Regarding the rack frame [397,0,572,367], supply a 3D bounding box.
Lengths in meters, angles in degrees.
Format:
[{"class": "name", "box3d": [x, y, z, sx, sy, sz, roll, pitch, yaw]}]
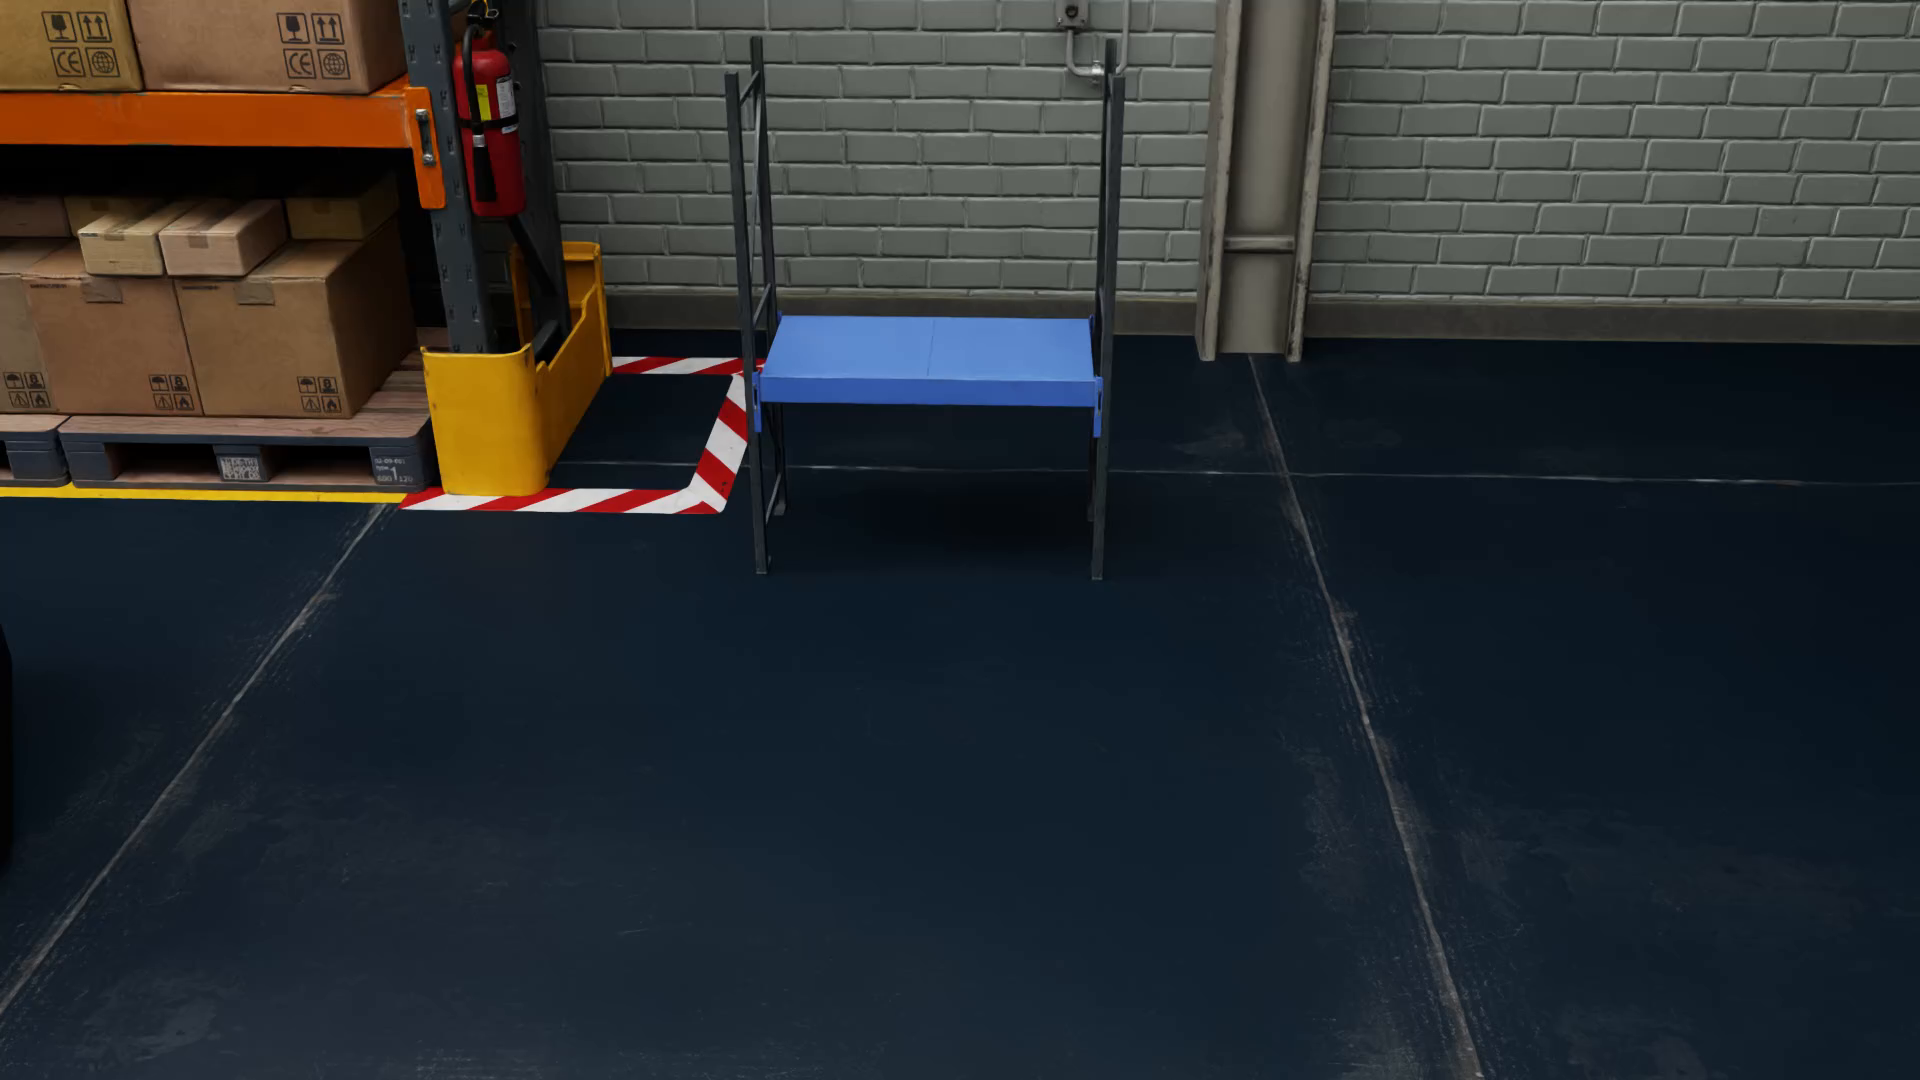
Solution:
[{"class": "rack frame", "box3d": [-1.570, -1.745, 5.340, 0.127, 3.000, 1.000, 1, 28, 2]}]

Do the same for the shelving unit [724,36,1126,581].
[{"class": "shelving unit", "box3d": [-0.085, -0.664, 4.901, 1.048, 1.500, 0.538, 1, 28, 2]}]

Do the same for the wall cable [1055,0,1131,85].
[{"class": "wall cable", "box3d": [-0.257, -2.616, 5.897, 1.851, 1.984, 0.084, 1, 28, 2]}]

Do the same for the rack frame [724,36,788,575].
[{"class": "rack frame", "box3d": [-0.593, -0.672, 4.917, 0.032, 1.500, 0.500, 1, 28, 2]}]

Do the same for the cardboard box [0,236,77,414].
[{"class": "cardboard box", "box3d": [-3.276, -0.808, 5.791, 0.500, 0.500, 0.700, 0, 28, 0]}]

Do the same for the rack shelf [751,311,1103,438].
[{"class": "rack shelf", "box3d": [-0.085, -0.505, 4.986, 1.000, 0.185, 0.538, 1, 28, 2]}]

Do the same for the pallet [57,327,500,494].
[{"class": "pallet", "box3d": [-2.372, -0.490, 5.949, 1.213, 0.211, 1.003, 1, 28, 2]}]

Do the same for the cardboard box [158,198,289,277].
[{"class": "cardboard box", "box3d": [-2.408, -0.995, 5.452, 0.250, 0.149, 0.380, 1, 28, 1]}]

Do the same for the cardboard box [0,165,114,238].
[{"class": "cardboard box", "box3d": [-3.152, -1.186, 5.812, 0.250, 0.149, 0.380, 1, 28, 3]}]

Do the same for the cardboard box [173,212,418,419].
[{"class": "cardboard box", "box3d": [-2.273, -0.791, 5.761, 0.500, 0.500, 0.700, 1, 28, 2]}]

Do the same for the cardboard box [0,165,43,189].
[{"class": "cardboard box", "box3d": [-3.408, -1.190, 5.819, 0.250, 0.149, 0.380, 1, 28, 2]}]

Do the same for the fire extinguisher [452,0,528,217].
[{"class": "fire extinguisher", "box3d": [-1.435, -1.328, 5.033, 0.183, 0.674, 0.296, 1, 28, 2]}]

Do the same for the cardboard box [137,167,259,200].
[{"class": "cardboard box", "box3d": [-2.647, -1.177, 5.796, 0.250, 0.149, 0.380, 1, 28, 2]}]

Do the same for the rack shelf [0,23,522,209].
[{"class": "rack shelf", "box3d": [-3.569, -1.461, 5.571, 4.000, 0.370, 1.077, 1, 28, 2]}]

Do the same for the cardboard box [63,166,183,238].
[{"class": "cardboard box", "box3d": [-2.897, -1.182, 5.805, 0.250, 0.149, 0.380, 1, 28, 2]}]

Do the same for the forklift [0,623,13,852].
[{"class": "forklift", "box3d": [-3.720, -0.412, 2.898, 3.031, 2.935, 1.130, -13, 31, -24]}]

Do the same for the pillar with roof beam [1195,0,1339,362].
[{"class": "pillar with roof beam", "box3d": [1.007, -2.741, 0.813, 0.400, 9.000, 9.100, 1, 28, 2]}]

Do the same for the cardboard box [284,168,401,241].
[{"class": "cardboard box", "box3d": [-2.141, -1.169, 5.781, 0.250, 0.149, 0.380, 1, 28, 2]}]

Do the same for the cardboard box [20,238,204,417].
[{"class": "cardboard box", "box3d": [-2.773, -0.800, 5.776, 0.500, 0.500, 0.700, 1, 28, 2]}]

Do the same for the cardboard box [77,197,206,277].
[{"class": "cardboard box", "box3d": [-2.663, -0.999, 5.459, 0.250, 0.149, 0.380, 2, 28, 3]}]

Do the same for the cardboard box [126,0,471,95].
[{"class": "cardboard box", "box3d": [-2.080, -1.882, 5.277, 0.700, 0.700, 0.980, 2, 28, 4]}]

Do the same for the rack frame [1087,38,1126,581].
[{"class": "rack frame", "box3d": [0.423, -0.656, 4.886, 0.032, 1.500, 0.500, 1, 28, 2]}]

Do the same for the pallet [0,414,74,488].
[{"class": "pallet", "box3d": [-3.588, -0.511, 5.989, 1.213, 0.211, 1.003, 1, 28, 2]}]

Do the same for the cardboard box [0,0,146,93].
[{"class": "cardboard box", "box3d": [-2.807, -1.889, 5.290, 0.700, 0.700, 0.980, 1, 28, 1]}]

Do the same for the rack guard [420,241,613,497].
[{"class": "rack guard", "box3d": [-1.546, -0.641, 5.925, 0.348, 0.500, 1.175, 1, 28, 2]}]
